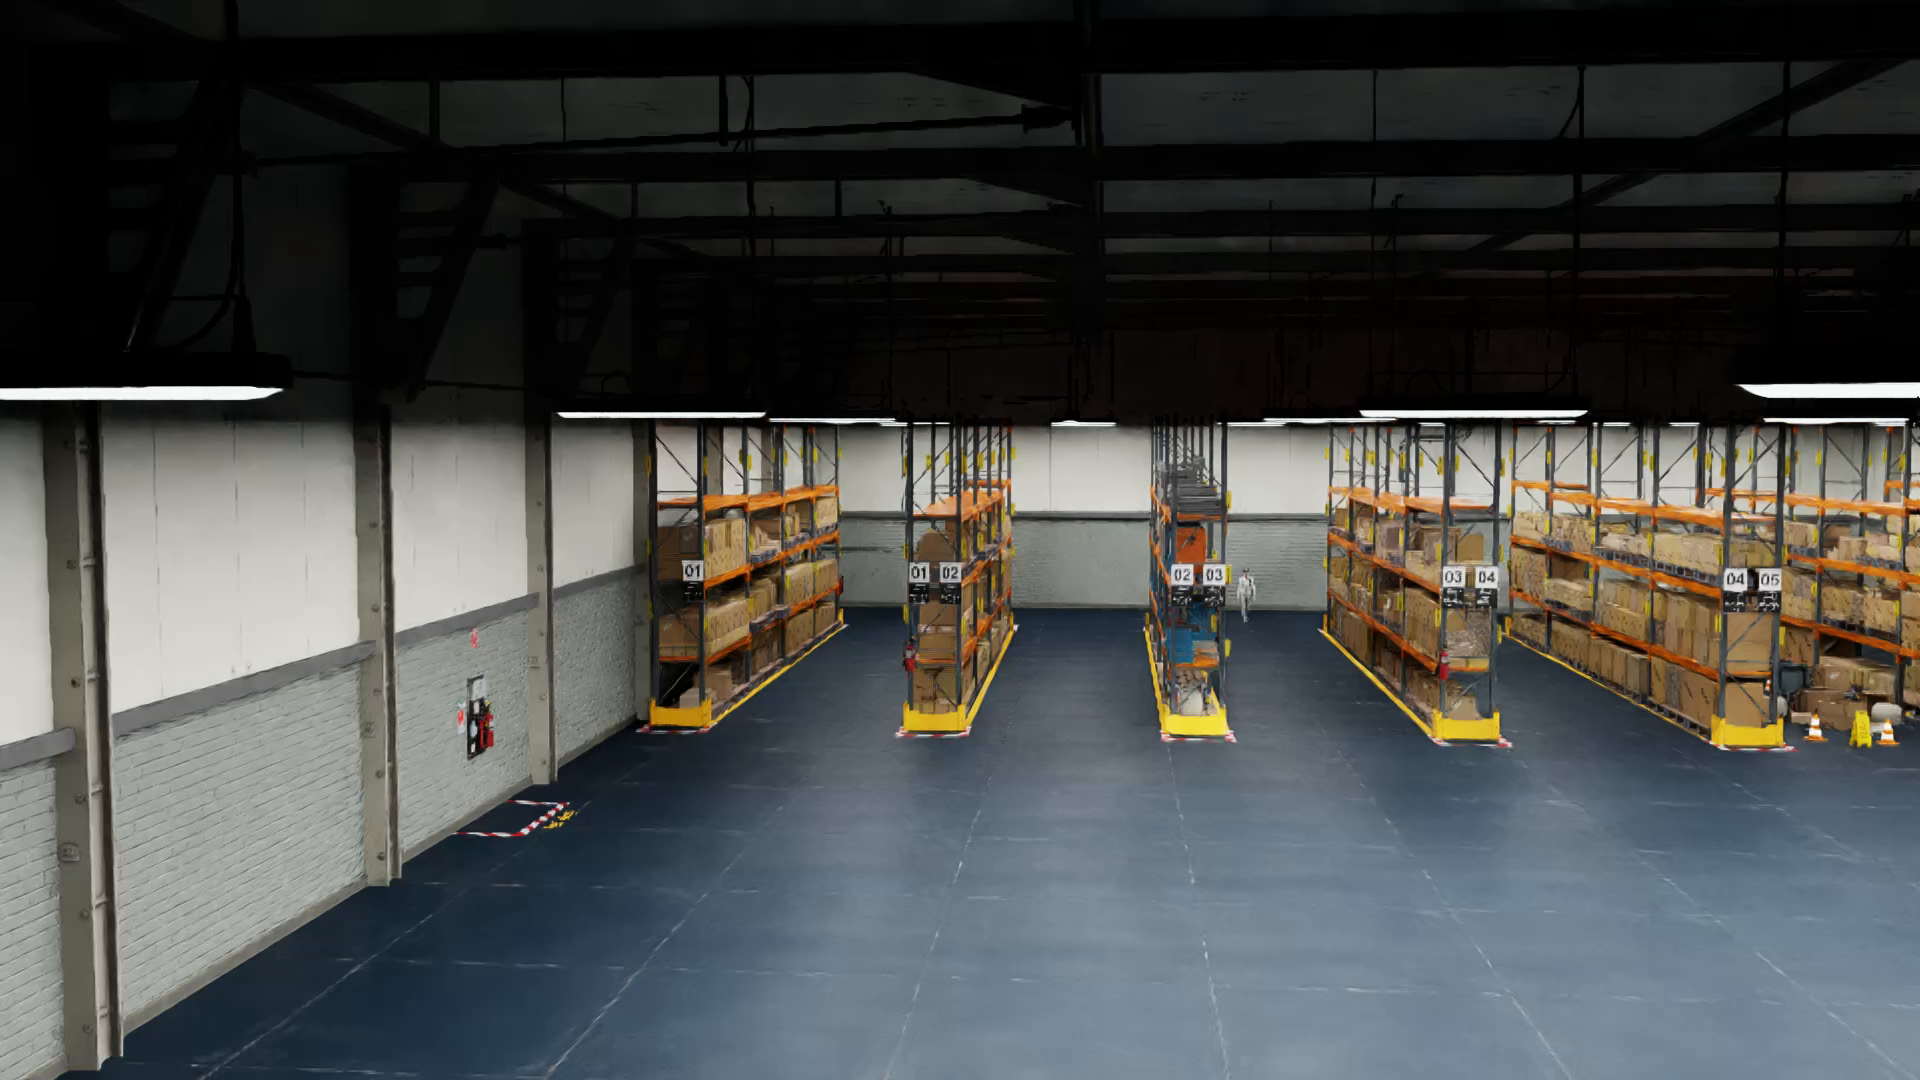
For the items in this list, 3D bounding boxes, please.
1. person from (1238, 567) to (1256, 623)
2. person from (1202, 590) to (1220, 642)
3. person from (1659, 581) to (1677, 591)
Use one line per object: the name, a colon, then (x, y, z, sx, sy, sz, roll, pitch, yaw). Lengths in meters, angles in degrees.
person: (8.457, 1.605, 49.026, 0.500, 1.625, 0.998, 0, 4, 4)
person: (6.721, 1.892, 44.509, 0.686, 1.658, 0.832, -1, 4, -13)
person: (20.299, 1.635, 47.553, 0.460, 1.760, 0.721, -2, 4, -26)
